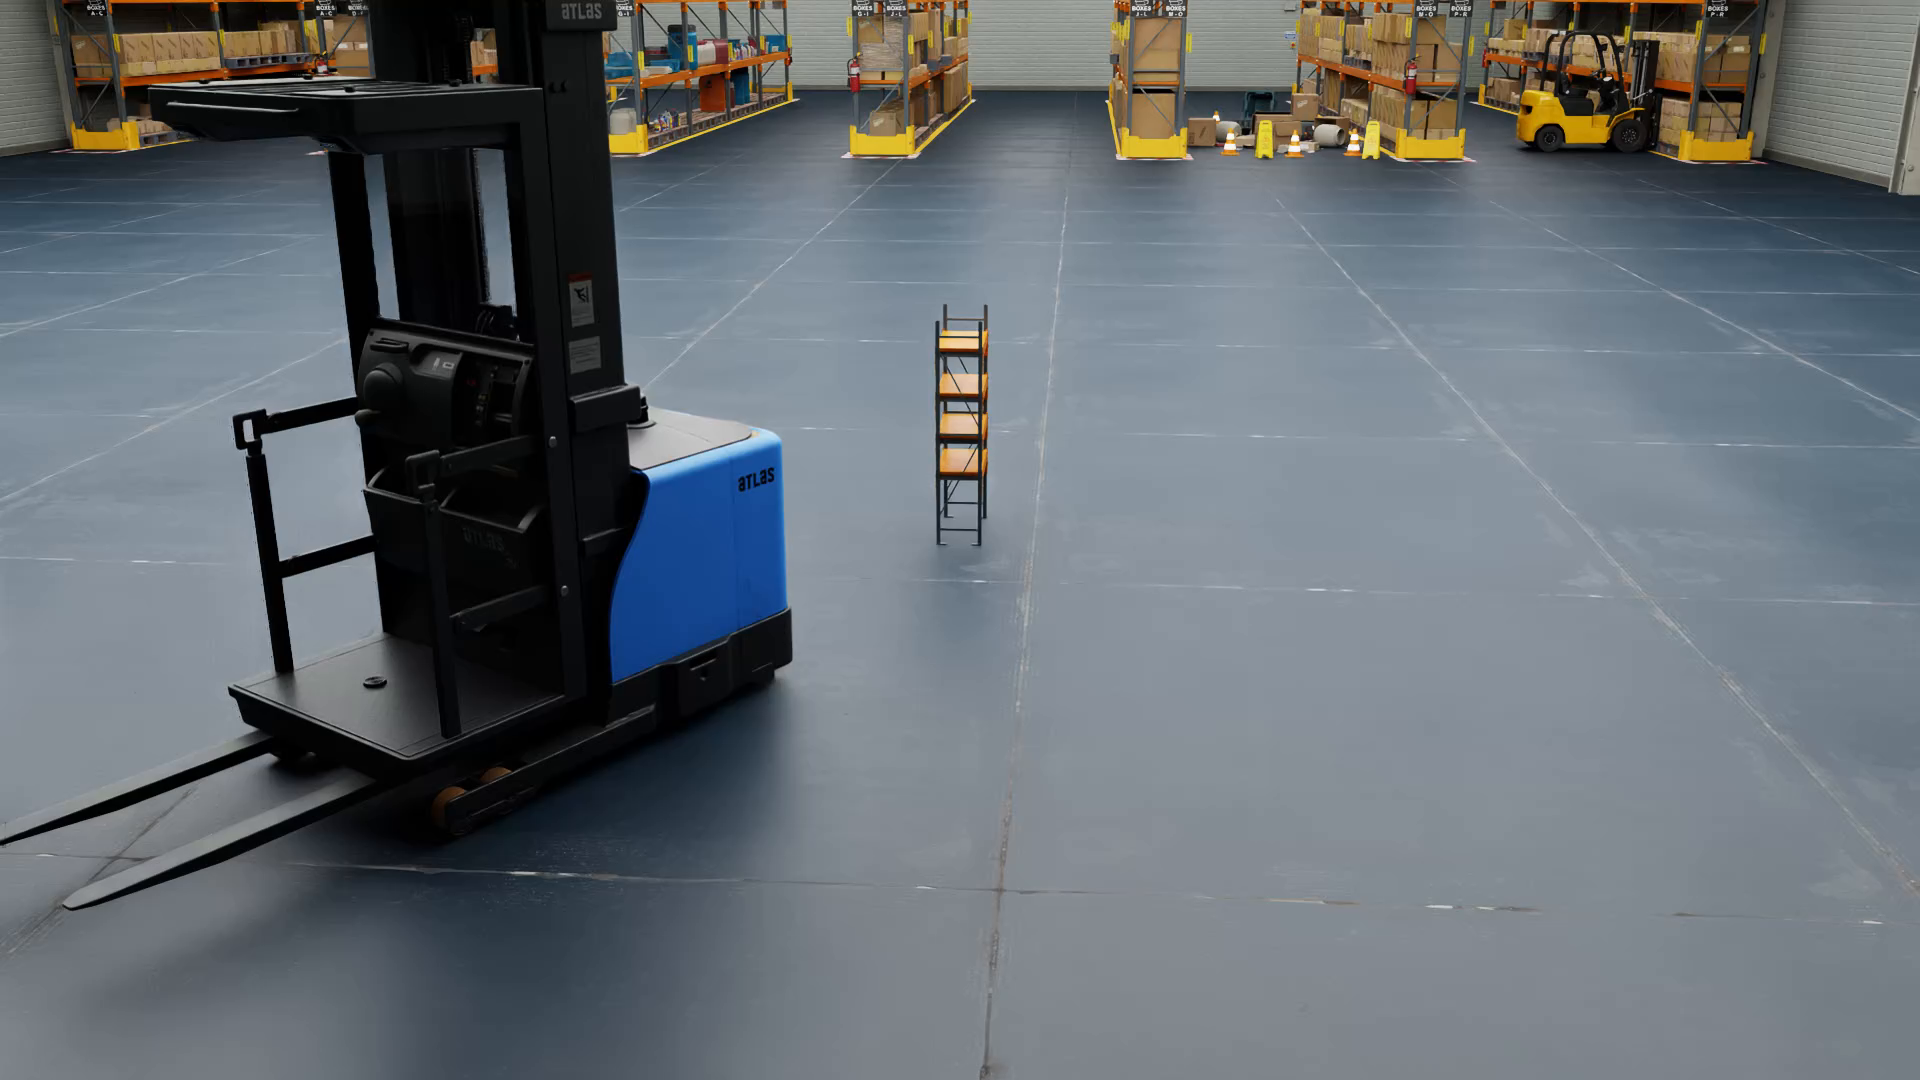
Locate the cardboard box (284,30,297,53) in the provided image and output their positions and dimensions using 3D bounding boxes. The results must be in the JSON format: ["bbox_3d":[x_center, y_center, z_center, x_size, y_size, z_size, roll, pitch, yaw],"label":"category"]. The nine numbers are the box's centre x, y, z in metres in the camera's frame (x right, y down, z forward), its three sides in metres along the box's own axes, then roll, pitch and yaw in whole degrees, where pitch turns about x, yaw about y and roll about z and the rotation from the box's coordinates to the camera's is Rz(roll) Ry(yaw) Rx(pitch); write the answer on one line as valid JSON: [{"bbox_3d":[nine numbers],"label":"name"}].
[{"bbox_3d":[-15.705,-11.454,38.193,0.700,0.500,0.500,-1,18,-3],"label":"cardboard box"}]

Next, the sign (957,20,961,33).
[{"bbox_3d":[-0.031,-12.757,41.307,0.100,0.325,0.005,1,18,4],"label":"sign"}]

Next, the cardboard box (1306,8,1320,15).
[{"bbox_3d":[9.215,-13.758,43.286,0.380,0.149,0.250,1,18,2],"label":"cardboard box"}]

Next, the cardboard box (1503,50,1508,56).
[{"bbox_3d":[14.112,-12.469,42.562,0.380,0.149,0.250,2,18,5],"label":"cardboard box"}]

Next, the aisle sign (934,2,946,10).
[{"bbox_3d":[-0.580,-14.761,44.978,0.394,0.787,0.004,1,18,4],"label":"aisle sign"}]

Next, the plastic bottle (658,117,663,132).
[{"bbox_3d":[-5.898,-8.182,32.731,0.061,0.283,0.133,2,18,5],"label":"plastic bottle"}]

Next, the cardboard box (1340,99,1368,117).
[{"bbox_3d":[8.974,-9.566,36.845,0.950,0.372,0.625,0,18,0],"label":"cardboard box"}]

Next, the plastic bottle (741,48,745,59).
[{"bbox_3d":[-5.307,-11.792,40.292,0.152,0.276,0.135,1,18,4],"label":"plastic bottle"}]

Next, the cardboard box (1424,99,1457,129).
[{"bbox_3d":[8.786,-7.807,30.468,0.500,0.500,0.500,1,18,2],"label":"cardboard box"}]

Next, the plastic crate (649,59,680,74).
[{"bbox_3d":[-5.895,-9.459,33.213,0.499,0.251,0.616,1,18,4],"label":"plastic crate"}]

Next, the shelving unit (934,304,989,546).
[{"bbox_3d":[0.012,-0.622,8.893,0.258,1.200,0.503,1,18,4],"label":"shelving unit"}]

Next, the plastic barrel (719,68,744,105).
[{"bbox_3d":[-5.620,-11.178,40.916,0.600,0.901,0.708,1,18,4],"label":"plastic barrel"}]

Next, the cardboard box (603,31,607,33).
[{"bbox_3d":[-9.924,-14.097,45.360,0.500,0.500,0.500,1,18,3],"label":"cardboard box"}]

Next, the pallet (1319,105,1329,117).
[{"bbox_3d":[9.332,-10.466,40.525,1.003,0.211,1.213,1,18,4],"label":"pallet"}]

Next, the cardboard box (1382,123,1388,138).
[{"bbox_3d":[8.318,-7.779,31.587,0.500,0.250,0.500,1,18,2],"label":"cardboard box"}]

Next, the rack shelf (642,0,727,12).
[{"bbox_3d":[-5.943,-11.584,35.798,1.077,0.370,4.000,1,18,4],"label":"rack shelf"}]

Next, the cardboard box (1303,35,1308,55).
[{"bbox_3d":[9.215,-12.864,43.206,0.500,0.500,0.500,1,18,4],"label":"cardboard box"}]

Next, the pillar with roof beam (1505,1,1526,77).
[{"bbox_3d":[11.348,-16.930,46.138,9.100,9.000,0.400,1,18,4],"label":"pillar with roof beam"}]

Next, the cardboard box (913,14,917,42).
[{"bbox_3d":[-1.079,-9.511,30.887,0.500,0.500,0.500,1,18,4],"label":"cardboard box"}]

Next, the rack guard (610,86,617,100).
[{"bbox_3d":[-10.172,-12.507,46.290,1.175,0.500,0.348,1,18,4],"label":"rack guard"}]

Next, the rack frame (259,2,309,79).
[{"bbox_3d":[-15.681,-11.343,38.724,1.000,3.000,0.127,1,18,4],"label":"rack frame"}]

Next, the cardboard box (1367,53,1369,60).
[{"bbox_3d":[8.536,-9.876,33.974,0.380,0.149,0.250,1,18,2],"label":"cardboard box"}]

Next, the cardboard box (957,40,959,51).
[{"bbox_3d":[-0.278,-12.464,41.907,0.500,0.250,0.500,1,18,3],"label":"cardboard box"}]

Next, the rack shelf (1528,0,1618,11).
[{"bbox_3d":[14.120,-12.385,38.242,1.077,0.370,4.000,1,18,4],"label":"rack shelf"}]

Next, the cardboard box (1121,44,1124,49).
[{"bbox_3d":[3.637,-10.157,34.941,0.500,0.500,0.500,1,18,4],"label":"cardboard box"}]

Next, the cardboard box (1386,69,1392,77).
[{"bbox_3d":[8.305,-8.862,31.554,0.380,0.149,0.250,1,18,4],"label":"cardboard box"}]

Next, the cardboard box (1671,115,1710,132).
[{"bbox_3d":[13.126,-7.485,29.886,0.500,0.250,0.500,1,18,3],"label":"cardboard box"}]

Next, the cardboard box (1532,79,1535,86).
[{"bbox_3d":[14.029,-11.050,40.126,0.380,0.149,0.250,1,18,2],"label":"cardboard box"}]

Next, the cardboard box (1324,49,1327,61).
[{"bbox_3d":[8.929,-11.511,39.476,0.500,0.250,0.500,1,18,3],"label":"cardboard box"}]

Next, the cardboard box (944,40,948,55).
[{"bbox_3d":[-0.553,-11.204,38.138,0.500,0.500,0.500,2,18,6],"label":"cardboard box"}]

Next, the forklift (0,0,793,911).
[{"bbox_3d":[-1.991,-0.536,5.851,1.130,2.935,3.031,13,22,34],"label":"forklift"}]

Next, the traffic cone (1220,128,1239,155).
[{"bbox_3d":[4.961,-7.312,30.496,0.336,0.463,0.334,1,18,4],"label":"traffic cone"}]

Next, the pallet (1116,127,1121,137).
[{"bbox_3d":[3.774,-8.543,34.657,1.003,0.211,1.213,1,18,4],"label":"pallet"}]

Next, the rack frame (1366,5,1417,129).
[{"bbox_3d":[8.738,-9.548,33.245,1.000,3.000,0.127,1,18,4],"label":"rack frame"}]

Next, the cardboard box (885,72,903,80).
[{"bbox_3d":[-1.175,-8.491,30.421,0.380,0.149,0.250,1,18,4],"label":"cardboard box"}]

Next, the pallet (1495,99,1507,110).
[{"bbox_3d":[14.398,-11.191,42.737,1.003,0.211,1.213,1,18,4],"label":"pallet"}]

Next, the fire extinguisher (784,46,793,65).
[{"bbox_3d":[-4.762,-13.429,45.813,0.296,0.674,0.183,1,18,4],"label":"fire extinguisher"}]

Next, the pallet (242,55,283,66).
[{"bbox_3d":[-15.782,-10.636,36.874,1.003,0.211,1.213,1,18,4],"label":"pallet"}]

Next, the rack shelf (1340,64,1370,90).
[{"bbox_3d":[8.882,-9.827,35.252,1.077,0.370,4.000,1,18,4],"label":"rack shelf"}]

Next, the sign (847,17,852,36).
[{"bbox_3d":[-1.985,-9.246,29.956,0.100,0.325,0.005,1,18,4],"label":"sign"}]

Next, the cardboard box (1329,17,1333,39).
[{"bbox_3d":[8.915,-11.950,38.809,0.500,0.500,0.500,1,18,3],"label":"cardboard box"}]

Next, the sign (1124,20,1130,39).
[{"bbox_3d":[2.967,-9.064,29.528,0.100,0.325,0.005,1,18,4],"label":"sign"}]

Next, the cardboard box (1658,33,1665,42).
[{"bbox_3d":[13.357,-9.441,31.239,0.380,0.149,0.250,1,18,4],"label":"cardboard box"}]

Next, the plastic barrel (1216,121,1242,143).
[{"bbox_3d":[5.242,-8.016,32.708,0.512,0.421,0.421,17,25,41],"label":"plastic barrel"}]

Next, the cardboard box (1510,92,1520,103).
[{"bbox_3d":[14.035,-11.114,41.740,0.396,0.266,0.258,2,18,6],"label":"cardboard box"}]

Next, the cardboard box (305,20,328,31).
[{"bbox_3d":[-15.354,-12.200,39.464,0.500,0.250,0.500,1,18,3],"label":"cardboard box"}]

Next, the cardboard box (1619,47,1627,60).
[{"bbox_3d":[13.470,-9.763,33.338,0.500,0.250,0.500,1,18,3],"label":"cardboard box"}]
